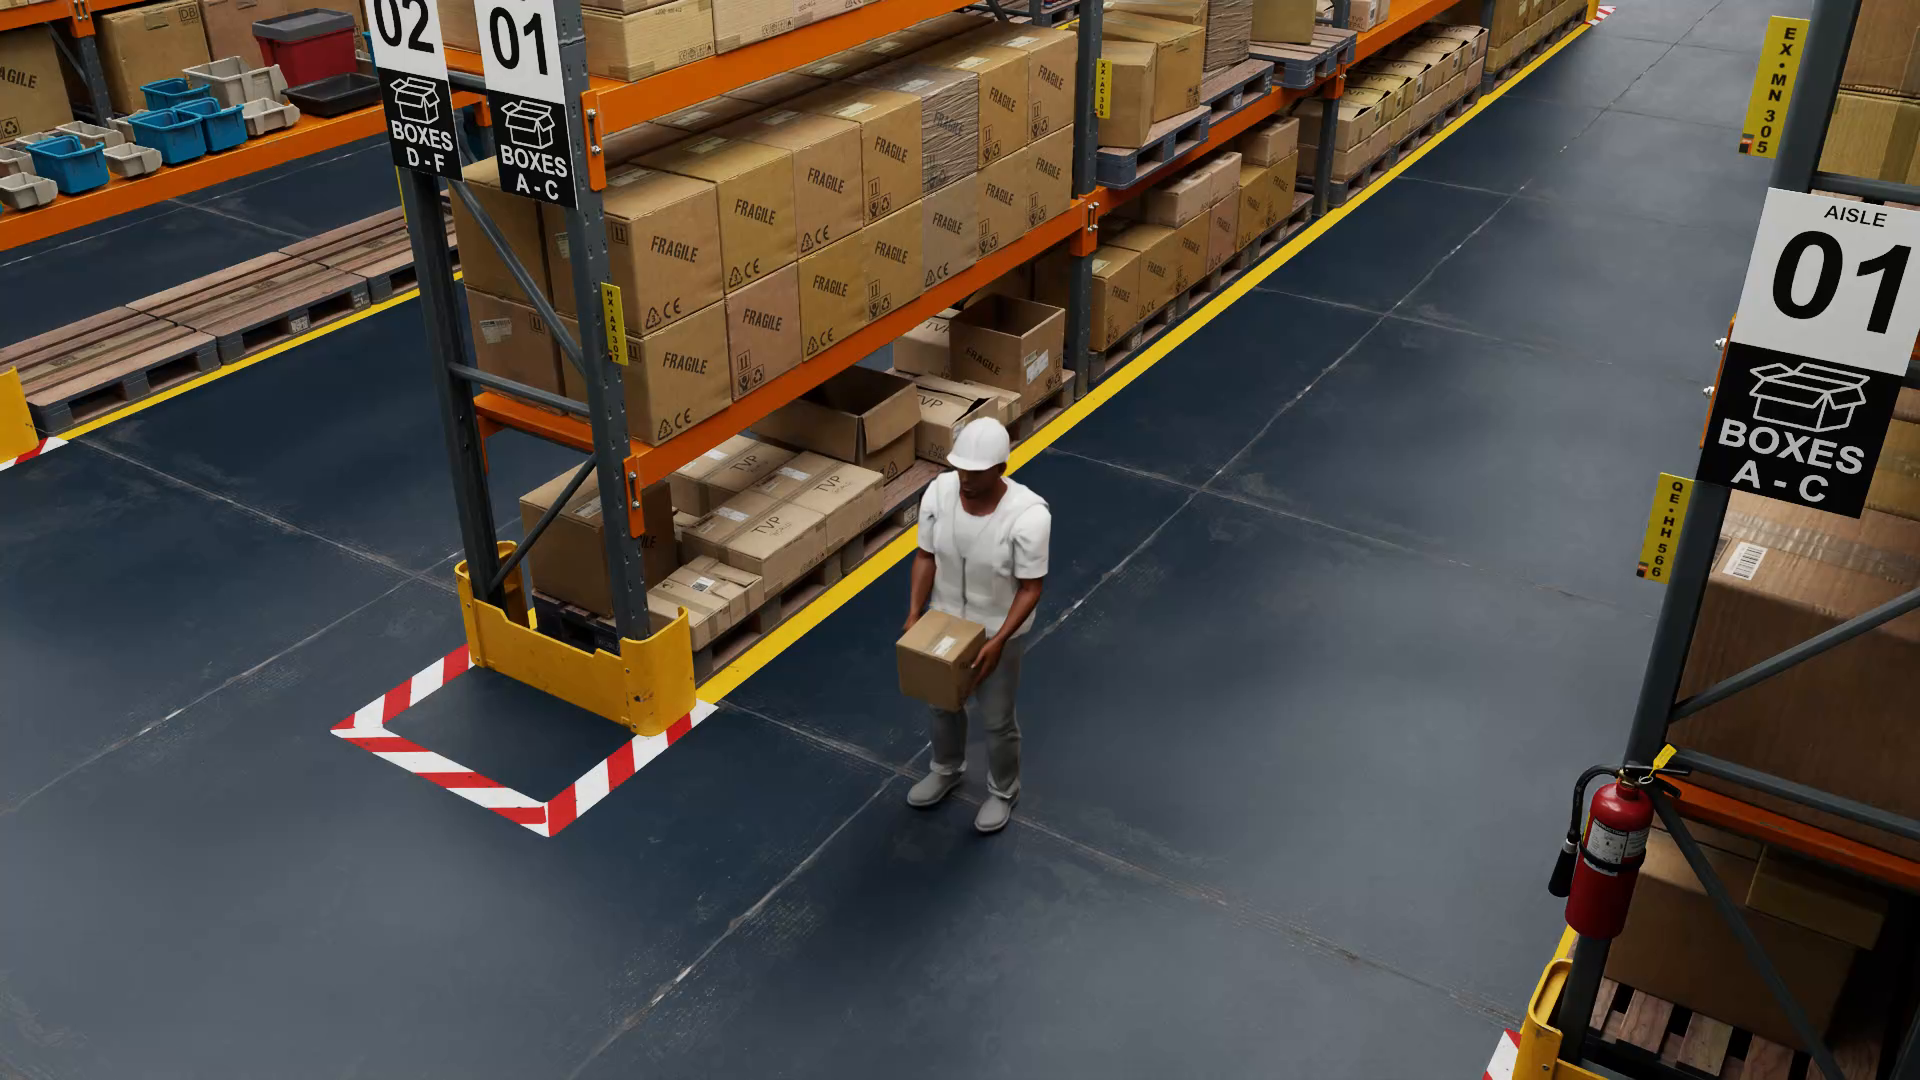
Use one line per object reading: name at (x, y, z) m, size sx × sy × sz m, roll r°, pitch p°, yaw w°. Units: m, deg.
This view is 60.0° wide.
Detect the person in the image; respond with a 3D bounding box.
person at (0.049, 0.348, 6.511) m, size 0.566 × 1.768 × 0.496 m, roll 17°, pitch 34°, yaw 27°
